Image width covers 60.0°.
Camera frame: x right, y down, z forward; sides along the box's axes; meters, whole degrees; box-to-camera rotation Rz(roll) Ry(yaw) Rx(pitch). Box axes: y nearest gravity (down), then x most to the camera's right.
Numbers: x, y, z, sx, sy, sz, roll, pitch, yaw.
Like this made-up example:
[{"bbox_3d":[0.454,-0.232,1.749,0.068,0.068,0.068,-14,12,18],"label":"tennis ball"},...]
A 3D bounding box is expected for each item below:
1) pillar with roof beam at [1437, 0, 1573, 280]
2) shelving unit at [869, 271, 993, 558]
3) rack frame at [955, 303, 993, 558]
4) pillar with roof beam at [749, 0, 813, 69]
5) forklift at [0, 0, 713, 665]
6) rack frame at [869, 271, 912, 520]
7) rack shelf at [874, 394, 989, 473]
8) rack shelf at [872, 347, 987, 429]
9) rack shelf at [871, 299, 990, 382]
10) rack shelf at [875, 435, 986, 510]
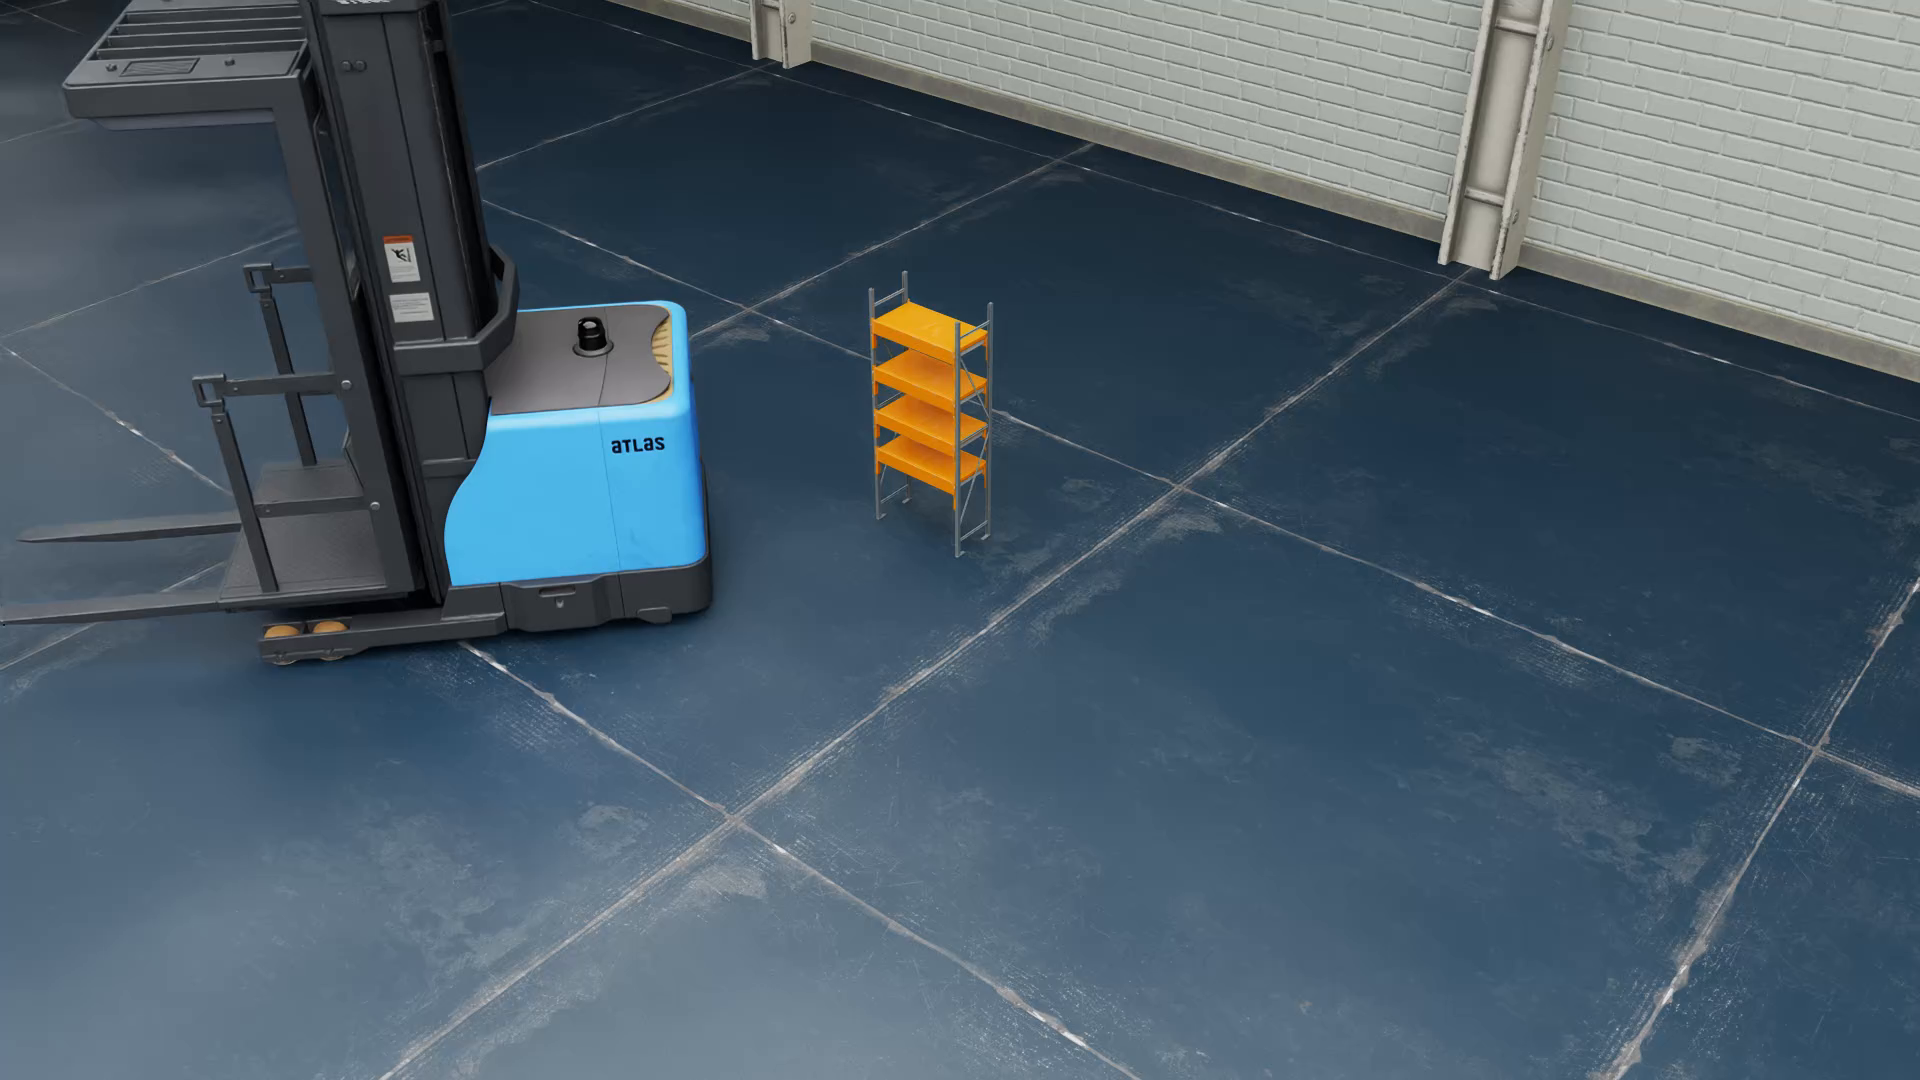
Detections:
[{"bbox_3d":[0.433,-3.540,4.956,0.400,9.000,9.100,25,42,32],"label":"pillar with roof beam"},{"bbox_3d":[-0.127,-0.555,7.498,0.503,1.200,0.258,25,42,32],"label":"shelving unit"},{"bbox_3d":[0.060,-0.466,7.369,0.015,1.200,0.240,25,42,32],"label":"rack frame"},{"bbox_3d":[-4.178,-5.714,8.121,0.400,9.000,9.100,25,42,32],"label":"pillar with roof beam"},{"bbox_3d":[-2.640,-1.006,6.625,3.031,2.935,1.130,-5,35,-7],"label":"forklift"},{"bbox_3d":[-0.315,-0.643,7.626,0.015,1.200,0.240,25,42,32],"label":"rack frame"},{"bbox_3d":[-0.127,-0.499,7.536,0.480,0.148,0.258,25,42,32],"label":"rack shelf"},{"bbox_3d":[-0.127,-0.683,7.409,0.480,0.148,0.258,25,42,32],"label":"rack shelf"},{"bbox_3d":[-0.127,-0.878,7.275,0.480,0.148,0.258,25,42,32],"label":"rack shelf"},{"bbox_3d":[-0.127,-0.335,7.648,0.480,0.148,0.258,25,42,32],"label":"rack shelf"}]
